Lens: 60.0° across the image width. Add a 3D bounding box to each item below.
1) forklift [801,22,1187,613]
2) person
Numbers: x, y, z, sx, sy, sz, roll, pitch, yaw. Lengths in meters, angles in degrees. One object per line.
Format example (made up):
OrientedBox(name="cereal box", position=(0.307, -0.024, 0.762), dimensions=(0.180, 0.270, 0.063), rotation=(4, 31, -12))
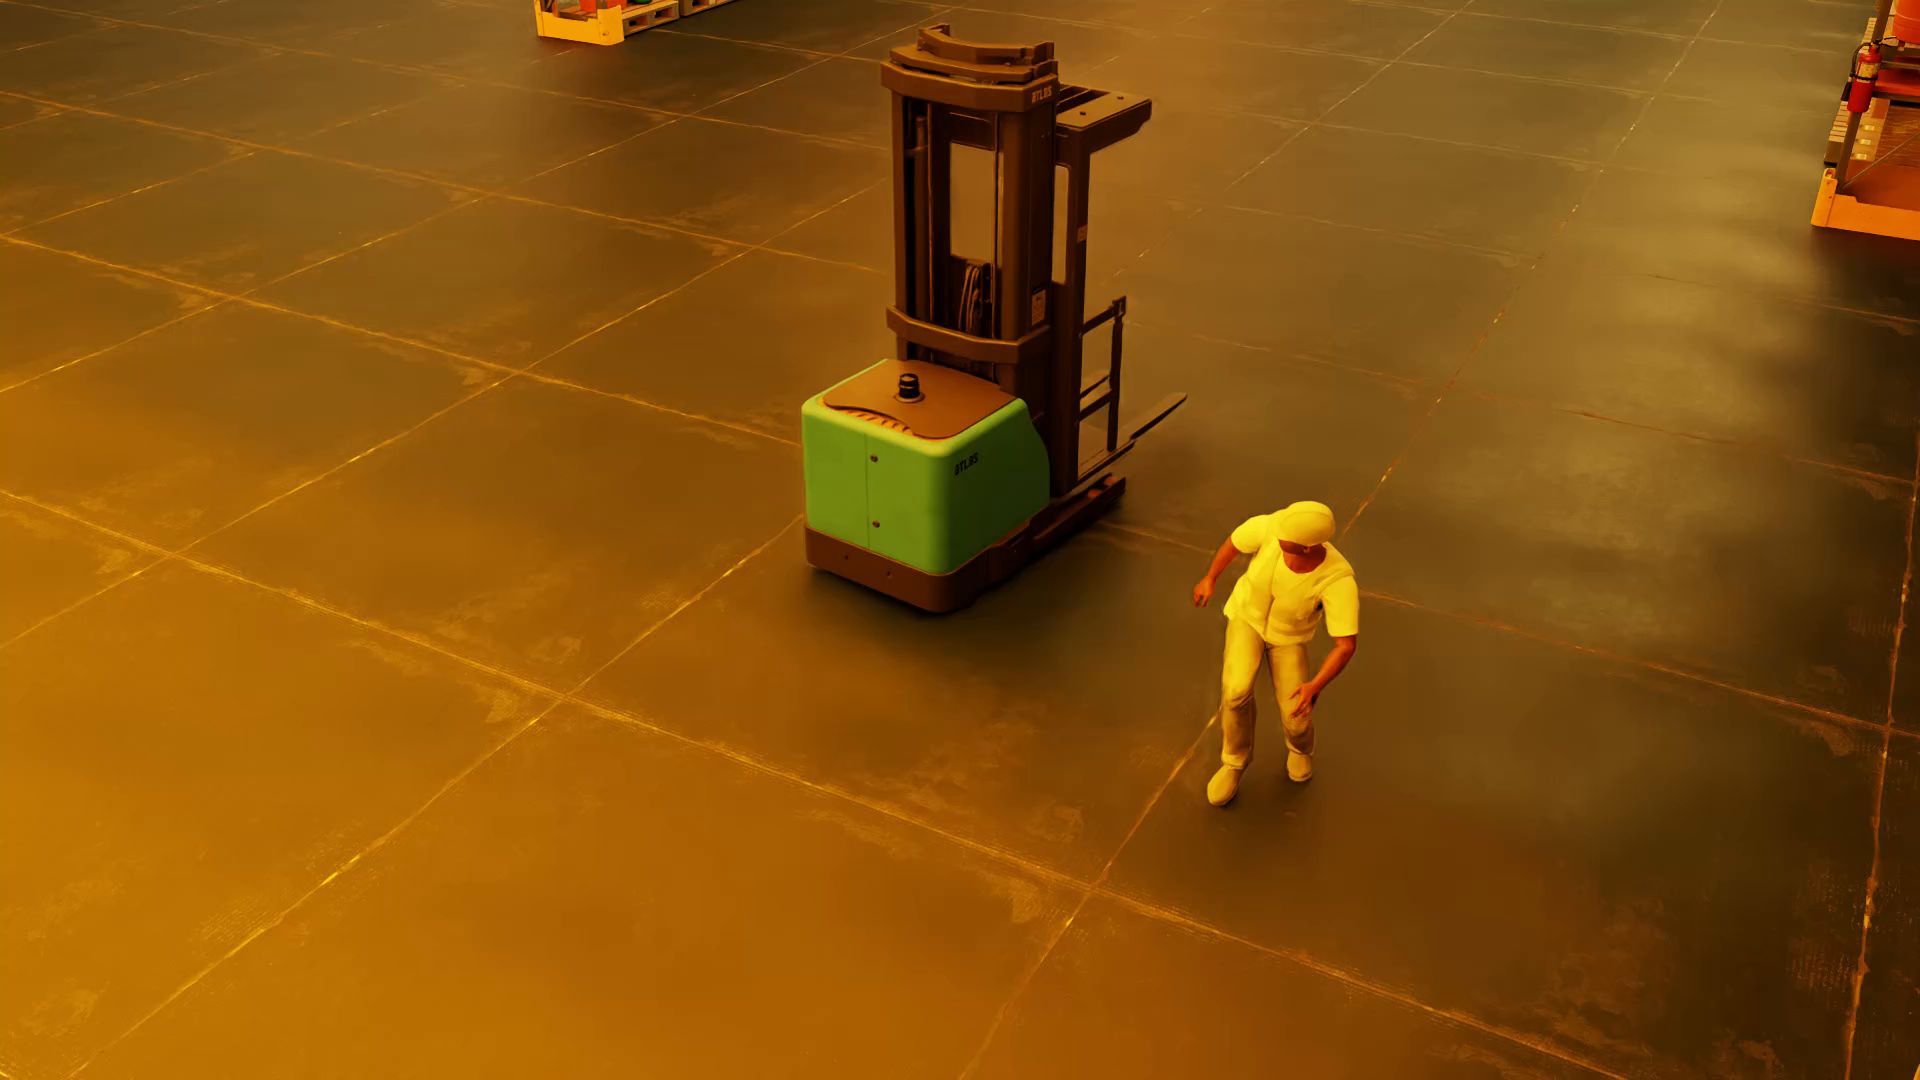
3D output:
OrientedBox(name="forklift", position=(0.378, -1.550, 9.757), dimensions=(1.130, 2.935, 3.031), rotation=(20, 36, 31))
OrientedBox(name="person", position=(1.415, 0.469, 7.679), dimensions=(0.810, 1.544, 0.774), rotation=(9, 31, 16))
